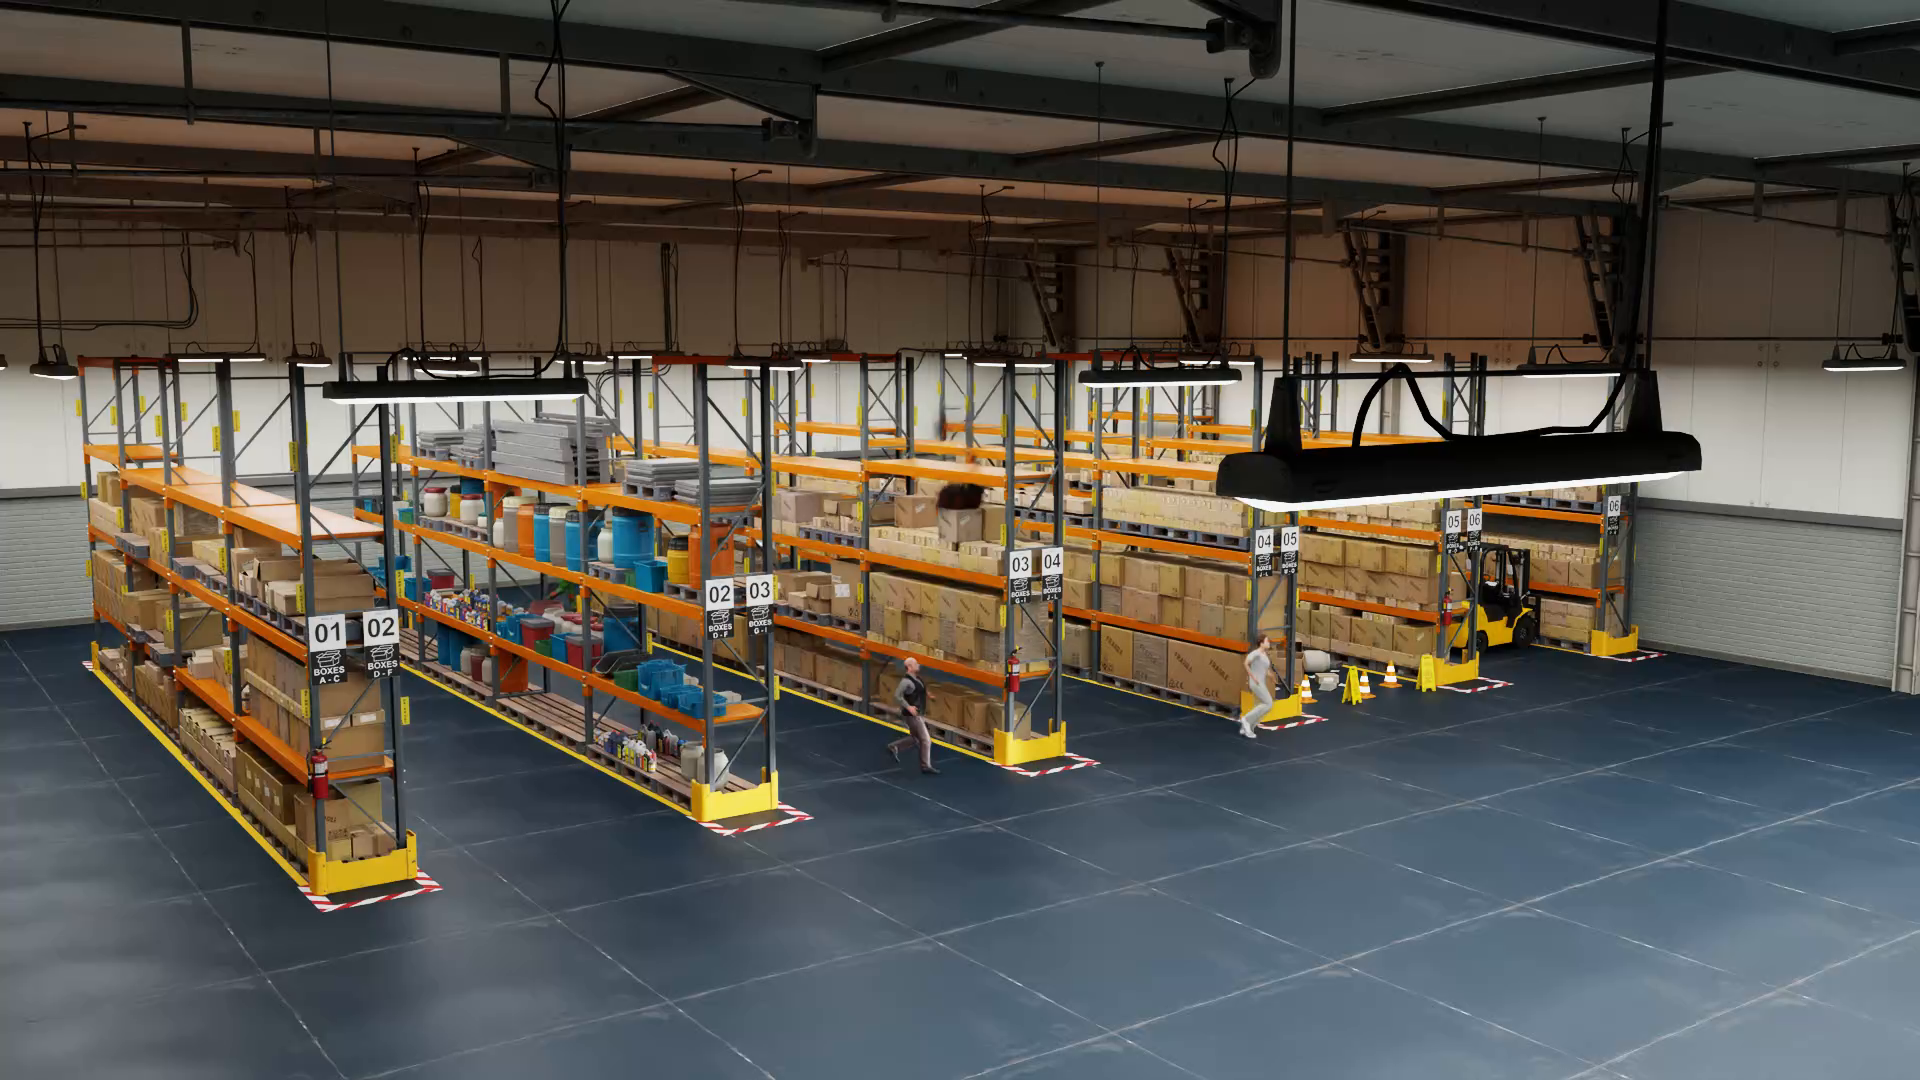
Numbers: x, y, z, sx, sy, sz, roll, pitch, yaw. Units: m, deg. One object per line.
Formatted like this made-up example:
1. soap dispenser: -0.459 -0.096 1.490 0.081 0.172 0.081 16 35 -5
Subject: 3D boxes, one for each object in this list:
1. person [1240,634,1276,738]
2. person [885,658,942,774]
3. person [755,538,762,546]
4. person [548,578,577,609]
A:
1. person: 4.779 2.324 26.575 0.543 1.641 0.583 3 7 21
2. person: -0.696 2.553 24.238 0.889 1.698 0.669 2 7 13
3. person: -5.149 0.555 41.072 0.669 1.616 0.525 4 8 29
4. person: -9.219 0.778 38.510 0.991 1.792 0.669 -3 8 -25
